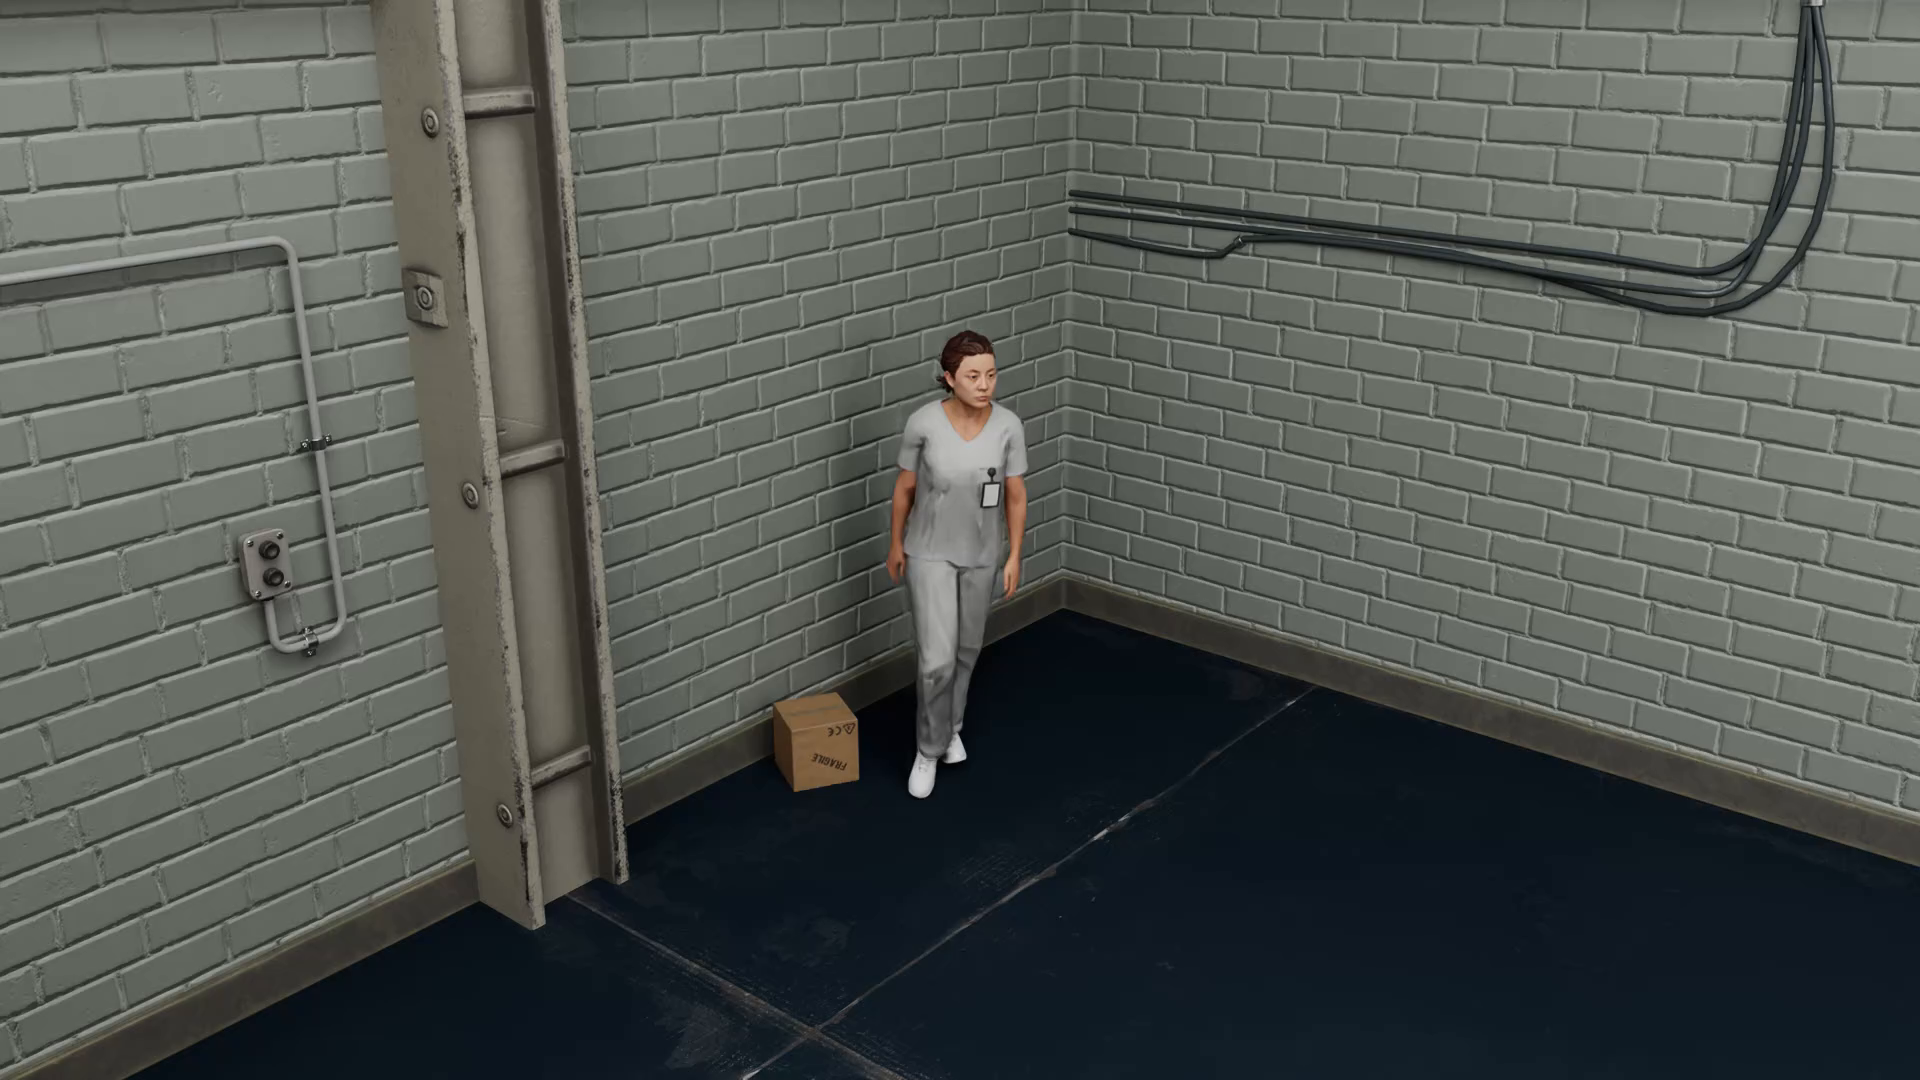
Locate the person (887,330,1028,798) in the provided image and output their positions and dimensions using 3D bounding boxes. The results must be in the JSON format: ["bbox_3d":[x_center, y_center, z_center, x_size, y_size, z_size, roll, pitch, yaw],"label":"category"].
[{"bbox_3d":[-0.006,0.065,5.889,0.472,1.669,0.532,-6,21,-15],"label":"person"}]
